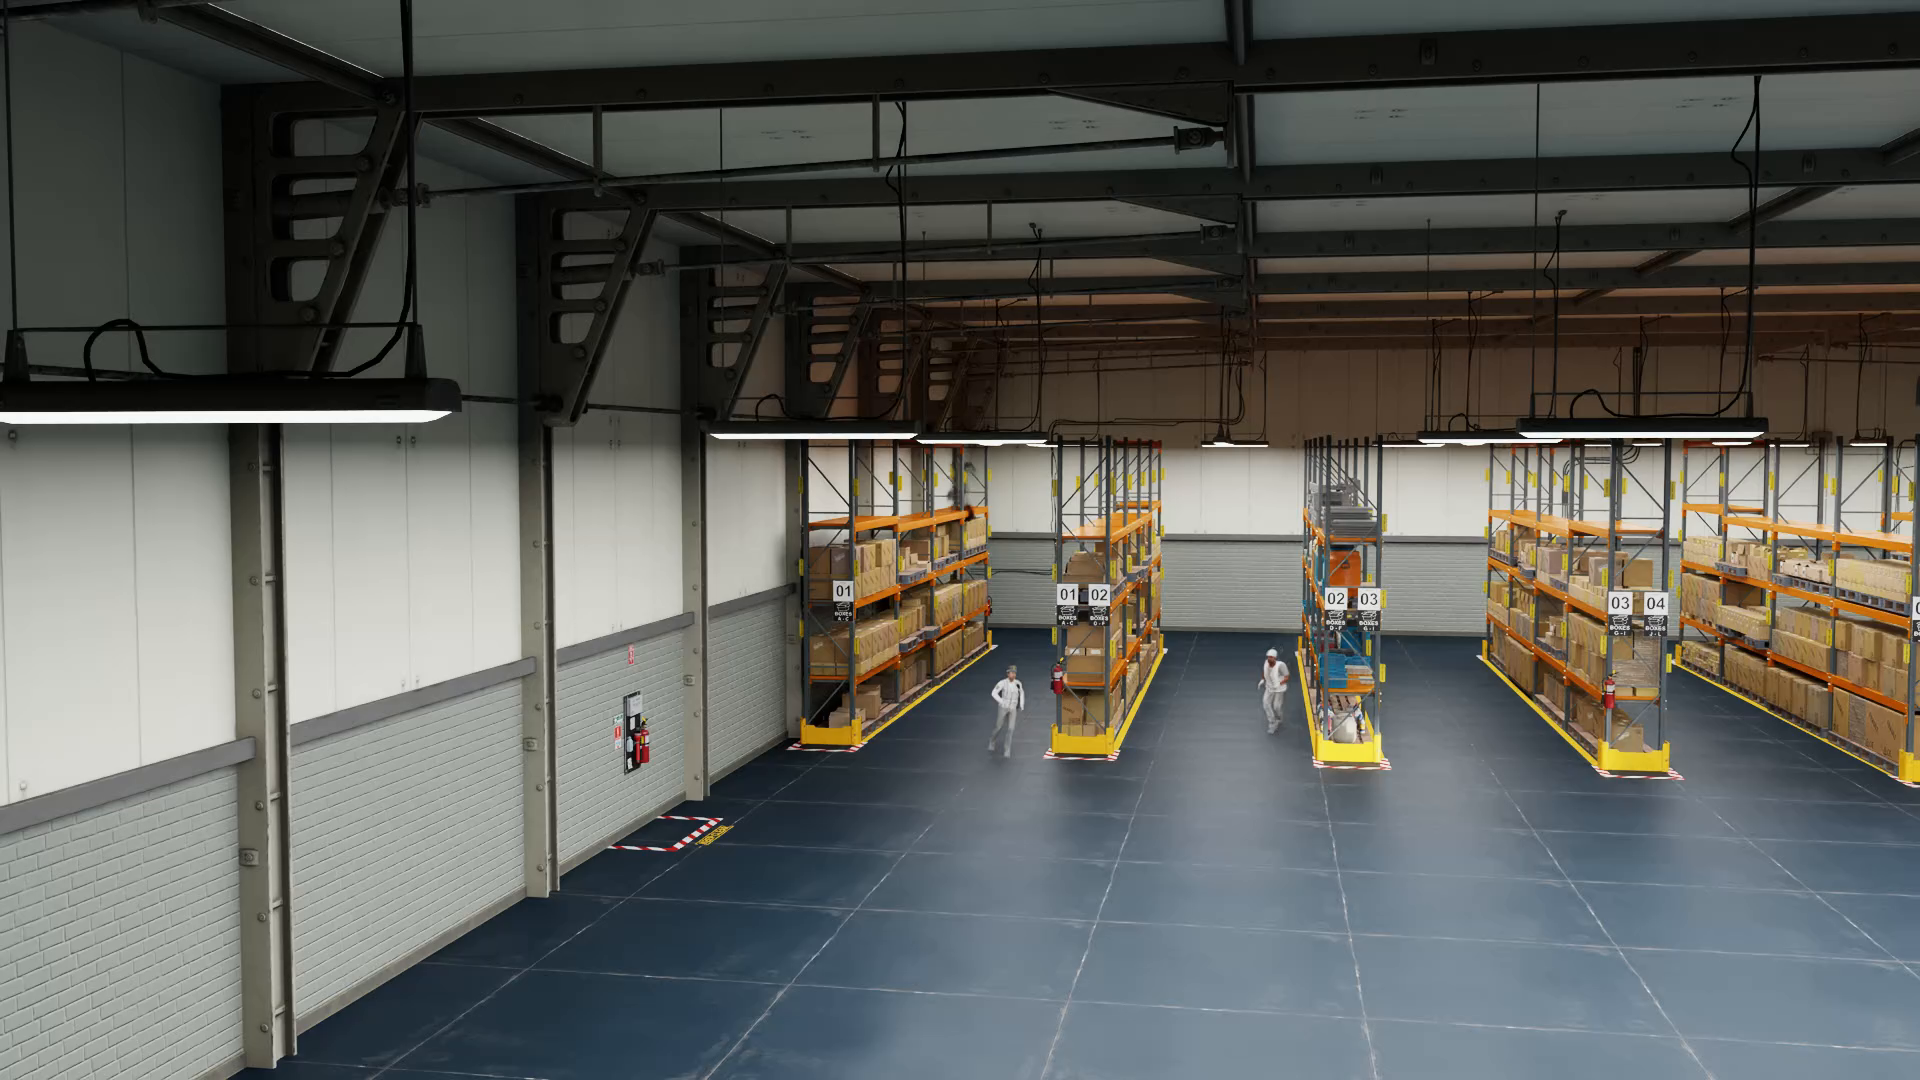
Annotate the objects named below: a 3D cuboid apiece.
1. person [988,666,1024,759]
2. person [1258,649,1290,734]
[{"bbox_3d":[0.914,3.191,31.211,0.679,1.686,0.892,-1,3,-11],"label":"person"},{"bbox_3d":[6.446,3.058,33.830,0.702,1.742,0.865,2,4,35],"label":"person"}]
